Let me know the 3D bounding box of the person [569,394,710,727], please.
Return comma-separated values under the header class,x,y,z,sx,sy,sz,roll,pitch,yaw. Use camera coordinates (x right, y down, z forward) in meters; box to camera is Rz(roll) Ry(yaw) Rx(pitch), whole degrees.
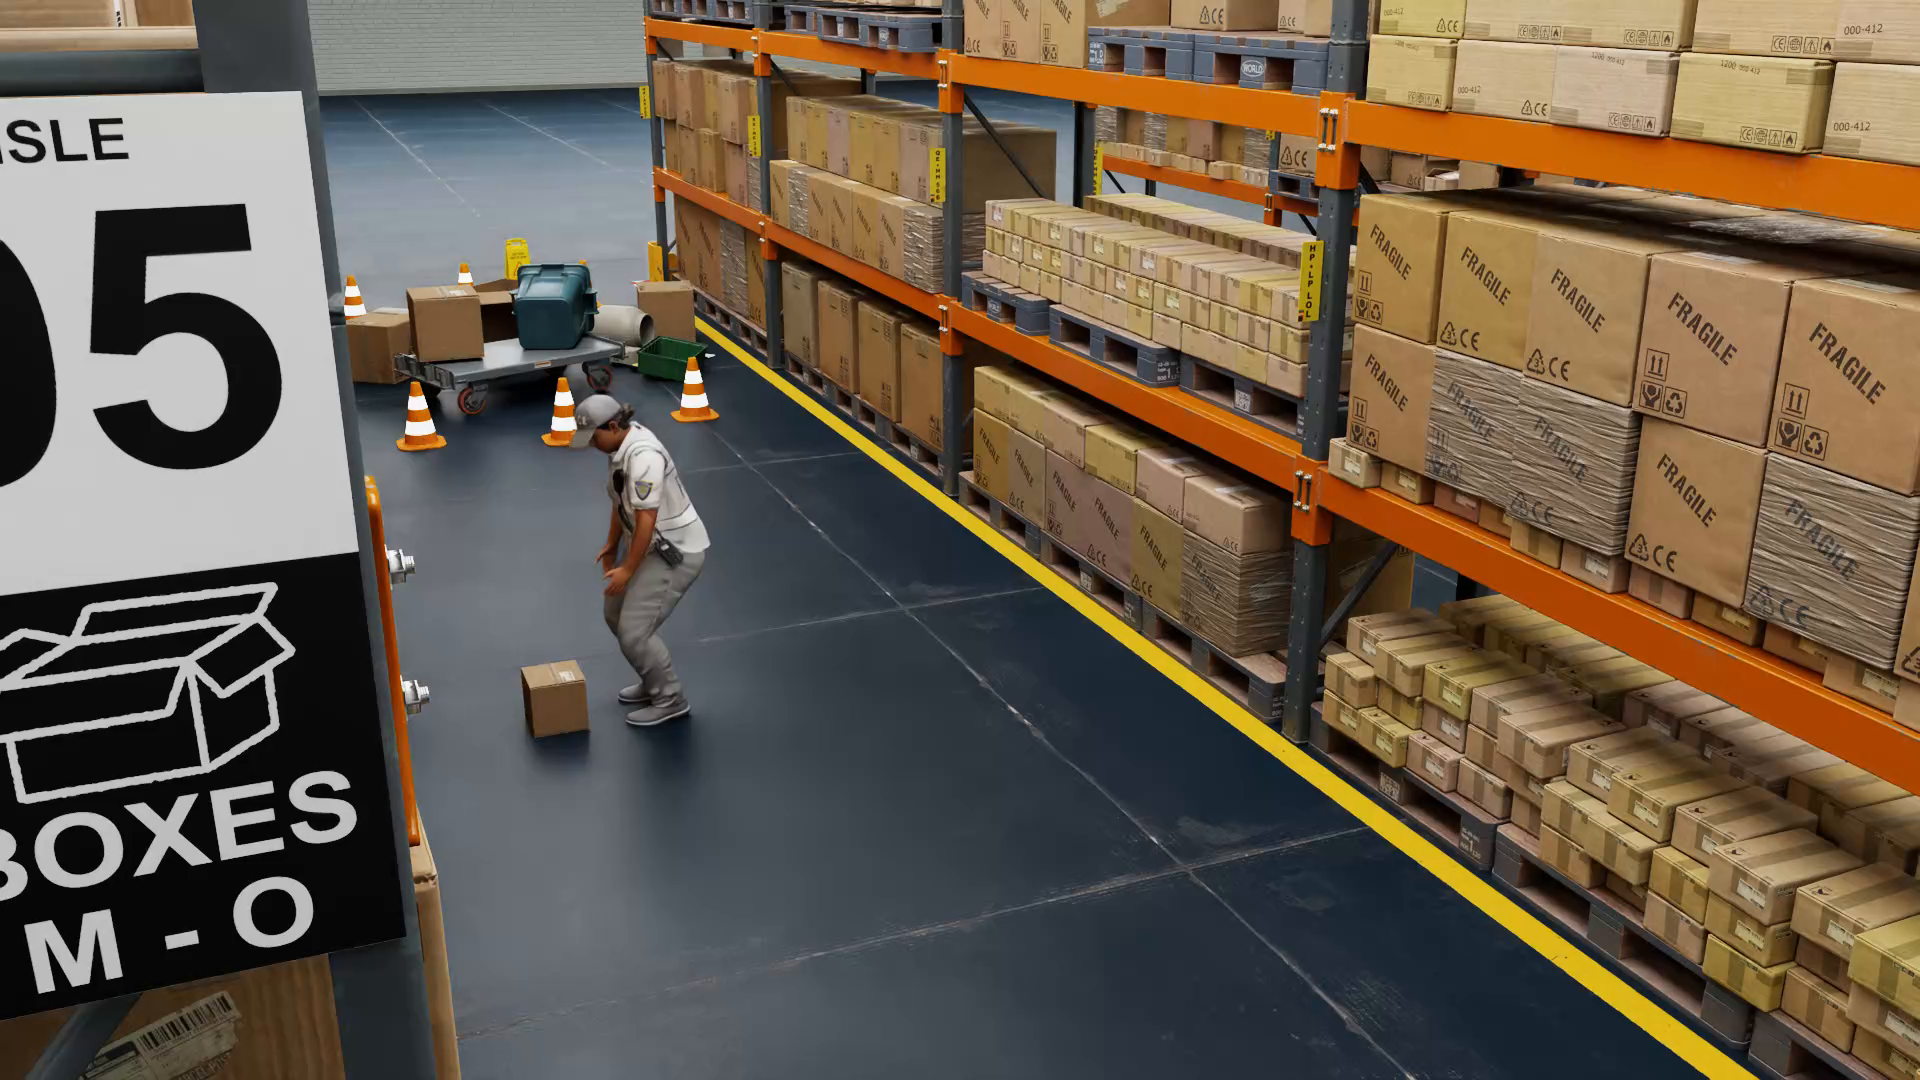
class,x,y,z,sx,sy,sz,roll,pitch,yaw
person,-1.435,0.076,7.551,0.591,1.541,0.519,-8,20,-21
